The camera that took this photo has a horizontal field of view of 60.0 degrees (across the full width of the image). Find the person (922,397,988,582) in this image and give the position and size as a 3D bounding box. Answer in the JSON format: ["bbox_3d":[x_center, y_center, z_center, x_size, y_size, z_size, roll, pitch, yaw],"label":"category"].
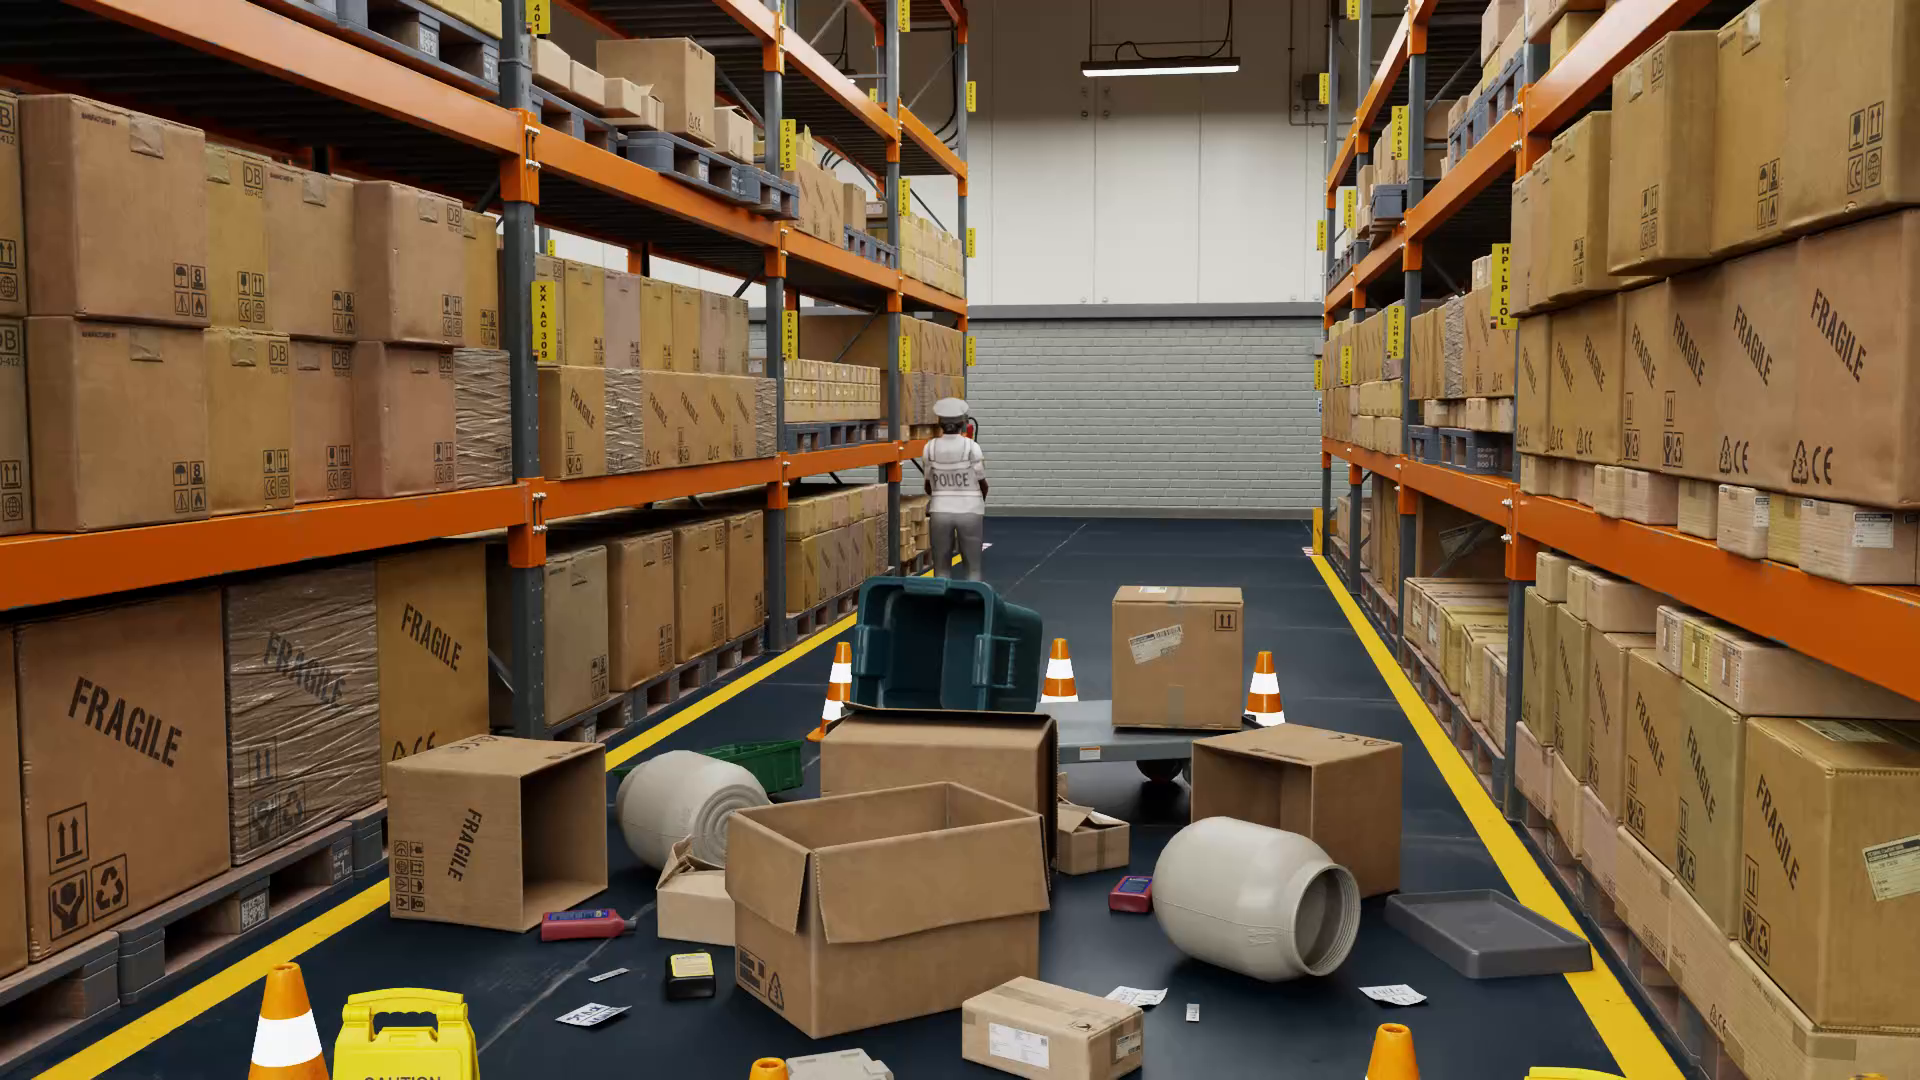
[{"bbox_3d":[-0.022,-0.149,11.577,0.449,1.688,0.540,1,5,9],"label":"person"}]
